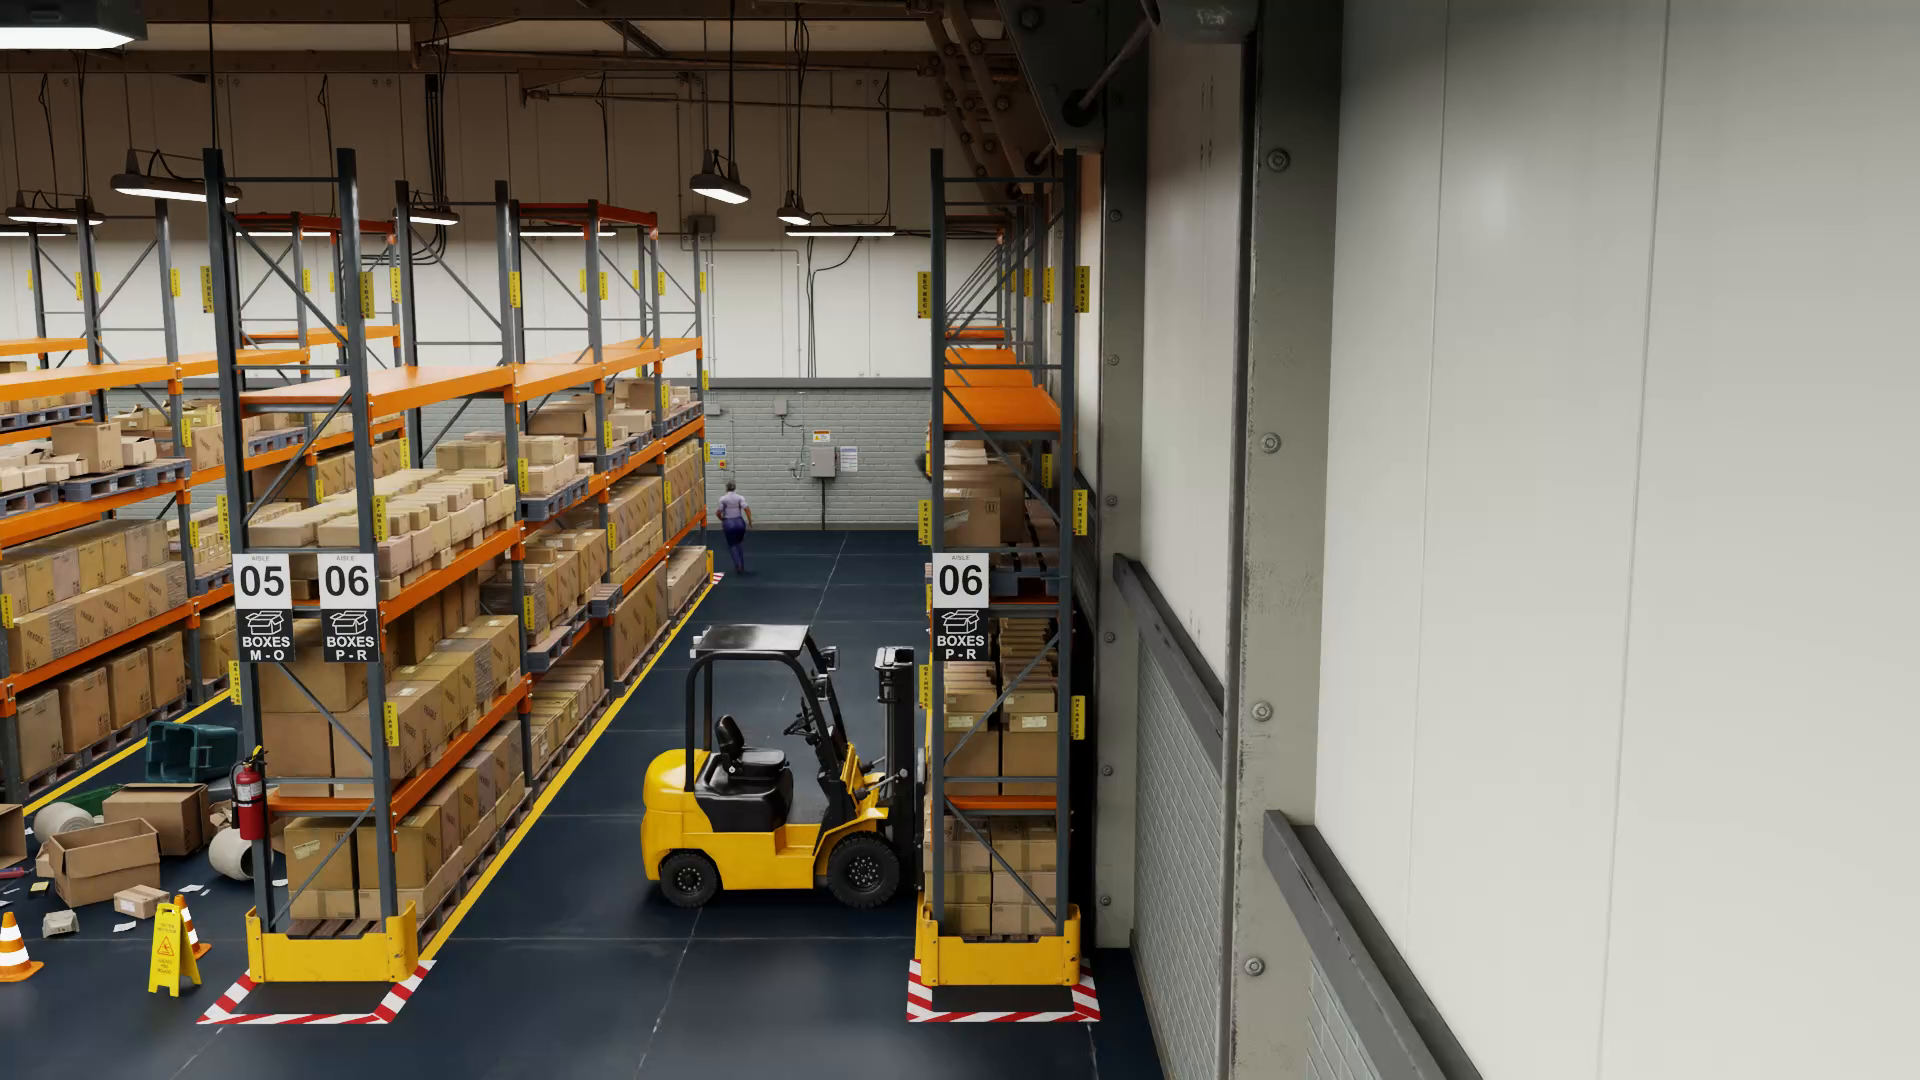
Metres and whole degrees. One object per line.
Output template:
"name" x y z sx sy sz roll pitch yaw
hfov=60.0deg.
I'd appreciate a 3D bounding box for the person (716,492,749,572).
"person" -3.960 -0.098 28.878 0.524 1.503 0.661 -5 10 -27
